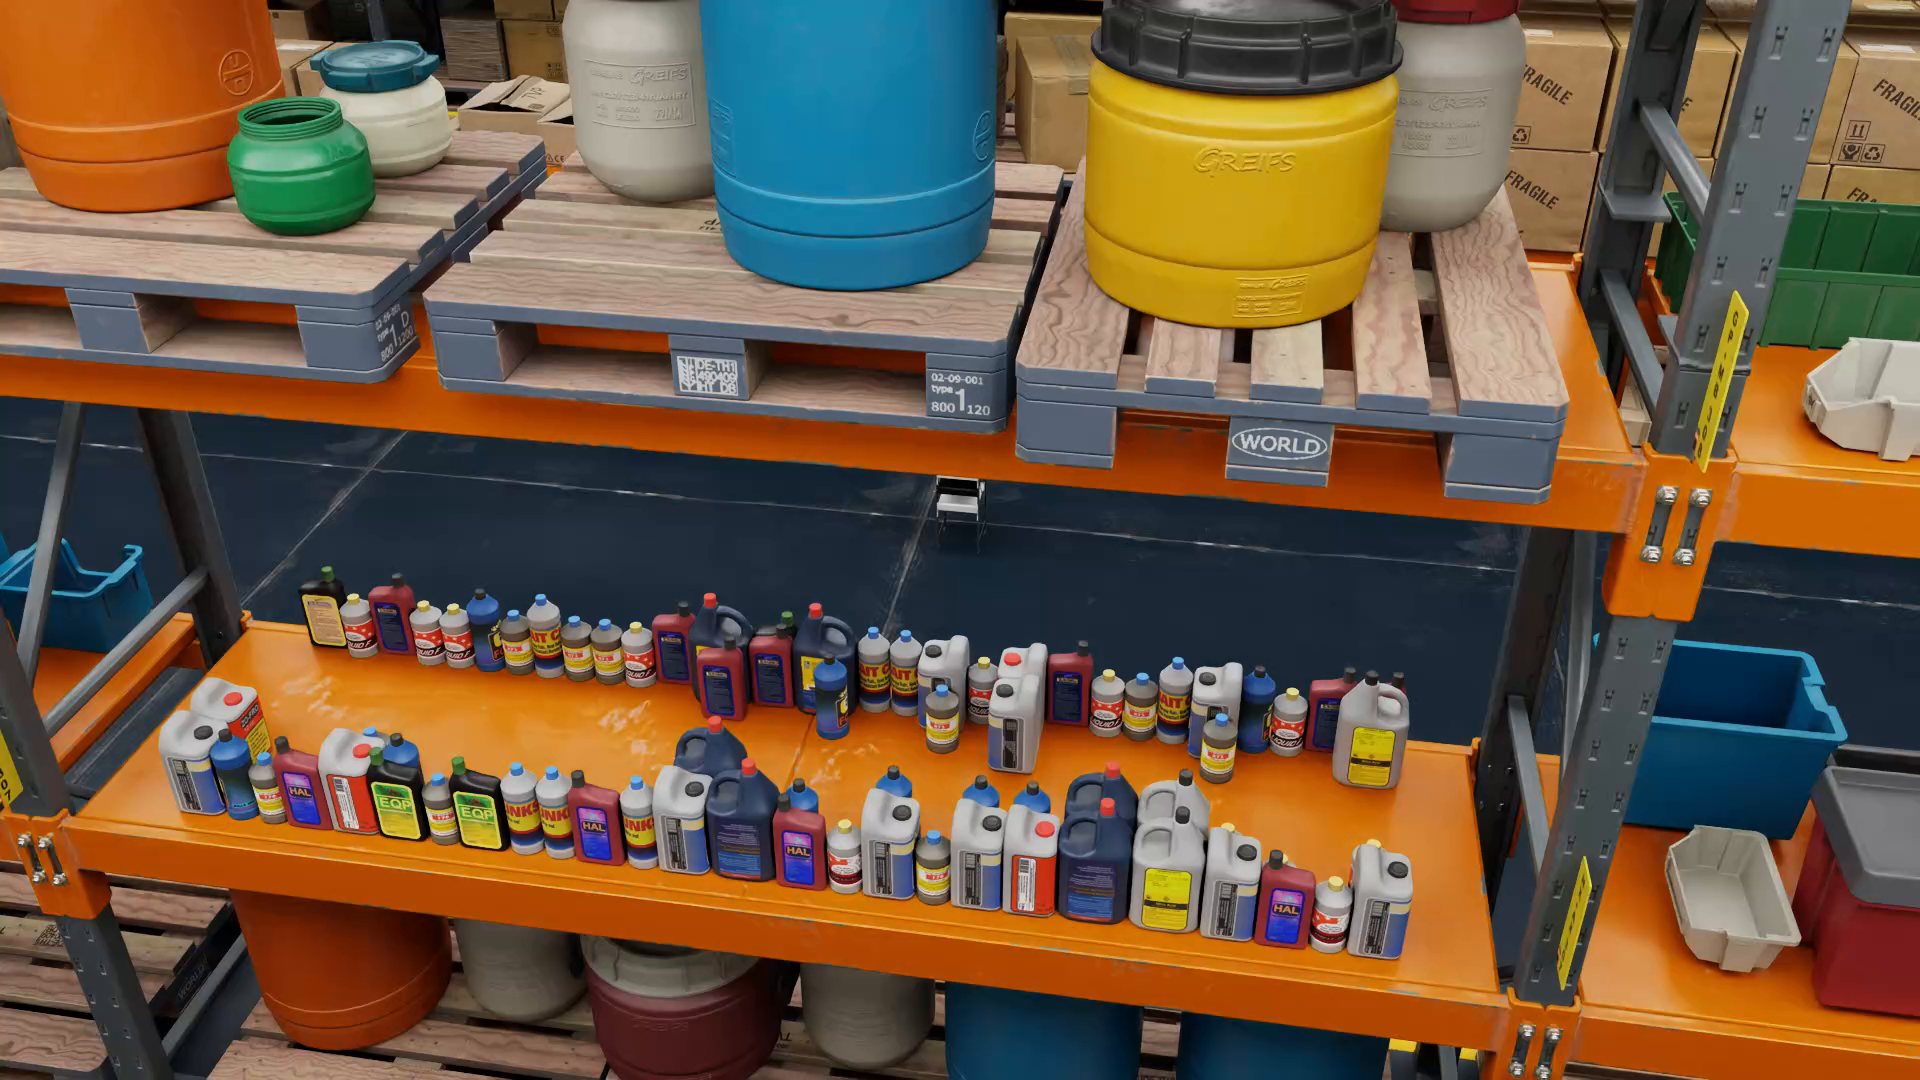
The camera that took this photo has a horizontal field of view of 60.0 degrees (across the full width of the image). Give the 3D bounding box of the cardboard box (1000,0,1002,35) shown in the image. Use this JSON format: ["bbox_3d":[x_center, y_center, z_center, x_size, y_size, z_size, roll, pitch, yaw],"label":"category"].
[{"bbox_3d":[-0.088,-3.970,13.396,0.750,0.750,0.750,5,32,8],"label":"cardboard box"}]

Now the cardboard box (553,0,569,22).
[{"bbox_3d":[-3.057,-4.501,13.848,0.500,0.250,0.500,4,32,7],"label":"cardboard box"}]

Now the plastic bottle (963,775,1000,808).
[{"bbox_3d":[0.055,0.733,4.374,0.097,0.271,0.097,0,32,0],"label":"plastic bottle"}]

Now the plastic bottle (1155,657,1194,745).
[{"bbox_3d":[0.623,0.457,4.814,0.097,0.271,0.097,0,32,0],"label":"plastic bottle"}]

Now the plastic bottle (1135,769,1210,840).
[{"bbox_3d":[0.548,0.735,4.295,0.185,0.351,0.144,5,32,8],"label":"plastic bottle"}]

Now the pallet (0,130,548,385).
[{"bbox_3d":[-1.720,-0.728,3.937,1.213,0.211,1.003,5,32,8],"label":"pallet"}]

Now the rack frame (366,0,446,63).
[{"bbox_3d":[-4.734,-5.195,13.722,0.127,3.000,1.000,5,32,8],"label":"rack frame"}]

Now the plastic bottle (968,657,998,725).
[{"bbox_3d":[0.071,0.437,4.912,0.097,0.201,0.097,0,32,0],"label":"plastic bottle"}]

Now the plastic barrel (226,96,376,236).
[{"bbox_3d":[-1.452,-0.825,3.665,0.294,0.245,0.294,0,32,0],"label":"plastic barrel"}]

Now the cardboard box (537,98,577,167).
[{"bbox_3d":[-1.972,-2.264,9.124,0.500,0.311,0.500,7,33,11],"label":"cardboard box"}]

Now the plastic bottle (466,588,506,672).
[{"bbox_3d":[-1.457,0.269,5.114,0.097,0.271,0.097,0,32,0],"label":"plastic bottle"}]

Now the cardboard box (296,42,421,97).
[{"bbox_3d":[-3.278,-2.430,9.211,0.500,0.500,0.500,3,32,6],"label":"cardboard box"}]

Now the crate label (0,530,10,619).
[{"bbox_3d":[-3.392,0.098,5.232,0.616,0.435,0.502,5,32,8],"label":"crate label"}]

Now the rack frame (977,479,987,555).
[{"bbox_3d":[0.108,-0.372,7.996,0.006,0.900,0.240,5,32,8],"label":"rack frame"}]

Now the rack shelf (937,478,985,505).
[{"bbox_3d":[0.008,-0.276,8.076,0.200,0.077,0.258,5,32,8],"label":"rack shelf"}]

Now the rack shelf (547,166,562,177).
[{"bbox_3d":[-3.592,-2.120,9.488,4.000,0.370,1.077,5,32,8],"label":"rack shelf"}]

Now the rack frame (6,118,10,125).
[{"bbox_3d":[-2.458,-2.199,3.282,0.127,3.000,1.000,5,32,8],"label":"rack frame"}]

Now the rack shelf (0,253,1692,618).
[{"bbox_3d":[-0.486,-0.444,3.984,4.000,0.370,1.077,5,32,8],"label":"rack shelf"}]

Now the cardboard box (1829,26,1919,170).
[{"bbox_3d":[4.264,-2.029,7.628,0.500,0.500,0.500,6,33,10],"label":"cardboard box"}]

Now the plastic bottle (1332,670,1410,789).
[{"bbox_3d":[1.153,0.517,4.643,0.185,0.351,0.144,5,32,8],"label":"plastic bottle"}]

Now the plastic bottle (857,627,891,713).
[{"bbox_3d":[-0.254,0.378,4.940,0.097,0.271,0.097,0,32,0],"label":"plastic bottle"}]

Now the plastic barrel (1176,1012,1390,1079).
[{"bbox_3d":[0.952,1.355,4.841,0.708,0.901,0.600,5,32,8],"label":"plastic barrel"}]

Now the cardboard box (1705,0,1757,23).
[{"bbox_3d":[3.866,-2.357,8.151,0.500,0.500,0.500,5,32,9],"label":"cardboard box"}]

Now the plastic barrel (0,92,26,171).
[{"bbox_3d":[-2.712,-1.163,4.349,0.421,0.512,0.421,0,32,0],"label":"plastic barrel"}]

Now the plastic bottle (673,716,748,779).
[{"bbox_3d":[-0.669,0.621,4.478,0.185,0.351,0.144,5,32,8],"label":"plastic bottle"}]

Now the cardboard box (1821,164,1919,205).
[{"bbox_3d":[4.278,-1.610,7.900,0.500,0.500,0.500,5,32,8],"label":"cardboard box"}]

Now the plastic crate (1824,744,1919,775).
[{"bbox_3d":[2.634,0.751,4.425,0.590,0.125,0.437,5,32,8],"label":"plastic crate"}]

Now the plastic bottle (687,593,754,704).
[{"bbox_3d":[-0.711,0.315,4.965,0.185,0.351,0.144,5,32,8],"label":"plastic bottle"}]

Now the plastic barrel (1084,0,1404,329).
[{"bbox_3d":[0.551,-0.804,3.307,0.600,0.588,0.600,0,32,0],"label":"plastic barrel"}]

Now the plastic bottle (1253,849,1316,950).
[{"bbox_3d":[0.807,0.887,4.115,0.133,0.283,0.061,5,32,8],"label":"plastic bottle"}]

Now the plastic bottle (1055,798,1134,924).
[{"bbox_3d":[0.342,0.794,4.201,0.185,0.351,0.144,5,32,8],"label":"plastic bottle"}]

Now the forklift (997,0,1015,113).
[{"bbox_3d":[-0.537,-3.265,10.704,3.031,2.935,1.130,27,41,36],"label":"forklift"}]

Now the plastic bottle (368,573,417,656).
[{"bbox_3d":[-1.760,0.227,5.171,0.133,0.283,0.061,5,32,8],"label":"plastic bottle"}]

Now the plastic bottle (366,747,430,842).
[{"bbox_3d":[-1.505,0.678,4.450,0.133,0.283,0.061,5,32,8],"label":"plastic bottle"}]

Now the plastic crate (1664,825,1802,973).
[{"bbox_3d":[1.920,0.903,4.172,0.243,0.136,0.396,5,32,8],"label":"plastic crate"}]

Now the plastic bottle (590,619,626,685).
[{"bbox_3d":[-1.073,0.333,5.078,0.097,0.201,0.097,0,32,0],"label":"plastic bottle"}]

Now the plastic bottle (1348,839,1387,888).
[{"bbox_3d":[1.045,0.852,4.249,0.097,0.201,0.097,0,32,0],"label":"plastic bottle"}]

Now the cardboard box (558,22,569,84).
[{"bbox_3d":[-2.992,-4.178,14.039,0.500,0.500,0.700,6,32,9],"label":"cardboard box"}]

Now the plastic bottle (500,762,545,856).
[{"bbox_3d":[-1.161,0.704,4.419,0.097,0.271,0.097,0,32,0],"label":"plastic bottle"}]

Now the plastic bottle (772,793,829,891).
[{"bbox_3d":[-0.412,0.777,4.292,0.133,0.283,0.061,5,32,8],"label":"plastic bottle"}]

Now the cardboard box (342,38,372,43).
[{"bbox_3d":[-5.266,-4.212,14.409,0.250,0.166,0.380,1,32,2],"label":"cardboard box"}]

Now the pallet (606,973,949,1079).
[{"bbox_3d":[-0.475,1.684,5.360,1.213,0.211,1.003,5,32,8],"label":"pallet"}]

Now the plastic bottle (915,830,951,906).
[{"bbox_3d":[-0.067,0.833,4.279,0.097,0.201,0.097,0,32,0],"label":"plastic bottle"}]

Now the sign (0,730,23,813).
[{"bbox_3d":[-2.543,0.563,4.370,0.005,0.325,0.100,5,32,8],"label":"sign"}]

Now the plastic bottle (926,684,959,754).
[{"bbox_3d":[-0.051,0.508,4.799,0.097,0.201,0.097,0,32,0],"label":"plastic bottle"}]

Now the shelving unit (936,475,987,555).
[{"bbox_3d":[0.008,-0.381,8.010,0.210,0.900,0.258,5,32,8],"label":"shelving unit"}]

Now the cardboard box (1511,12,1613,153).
[{"bbox_3d":[2.739,-2.167,7.848,0.500,0.500,0.500,6,33,9],"label":"cardboard box"}]

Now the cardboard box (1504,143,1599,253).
[{"bbox_3d":[2.779,-1.744,8.115,0.500,0.500,0.500,6,33,9],"label":"cardboard box"}]

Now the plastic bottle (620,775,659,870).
[{"bbox_3d":[-0.838,0.734,4.372,0.097,0.271,0.097,0,32,0],"label":"plastic bottle"}]

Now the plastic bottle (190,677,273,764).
[{"bbox_3d":[-2.060,0.524,4.702,0.135,0.276,0.152,5,32,8],"label":"plastic bottle"}]

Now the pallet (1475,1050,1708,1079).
[{"bbox_3d":[2.217,1.928,4.971,1.213,0.211,1.003,5,32,8],"label":"pallet"}]

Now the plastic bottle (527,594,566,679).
[{"bbox_3d":[-1.265,0.286,5.087,0.097,0.271,0.097,0,32,0],"label":"plastic bottle"}]

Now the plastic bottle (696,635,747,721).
[{"bbox_3d":[-0.703,0.400,4.894,0.133,0.283,0.061,5,32,8],"label":"plastic bottle"}]

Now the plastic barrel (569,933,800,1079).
[{"bbox_3d":[-0.860,1.323,5.186,0.708,0.588,0.600,5,32,8],"label":"plastic barrel"}]

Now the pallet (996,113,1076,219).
[{"bbox_3d":[0.297,-1.994,8.790,1.213,0.211,1.003,5,32,8],"label":"pallet"}]

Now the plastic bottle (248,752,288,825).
[{"bbox_3d":[-1.880,0.669,4.542,0.097,0.201,0.097,0,32,0],"label":"plastic bottle"}]

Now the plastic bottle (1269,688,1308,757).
[{"bbox_3d":[0.947,0.516,4.785,0.097,0.201,0.097,0,32,0],"label":"plastic bottle"}]
